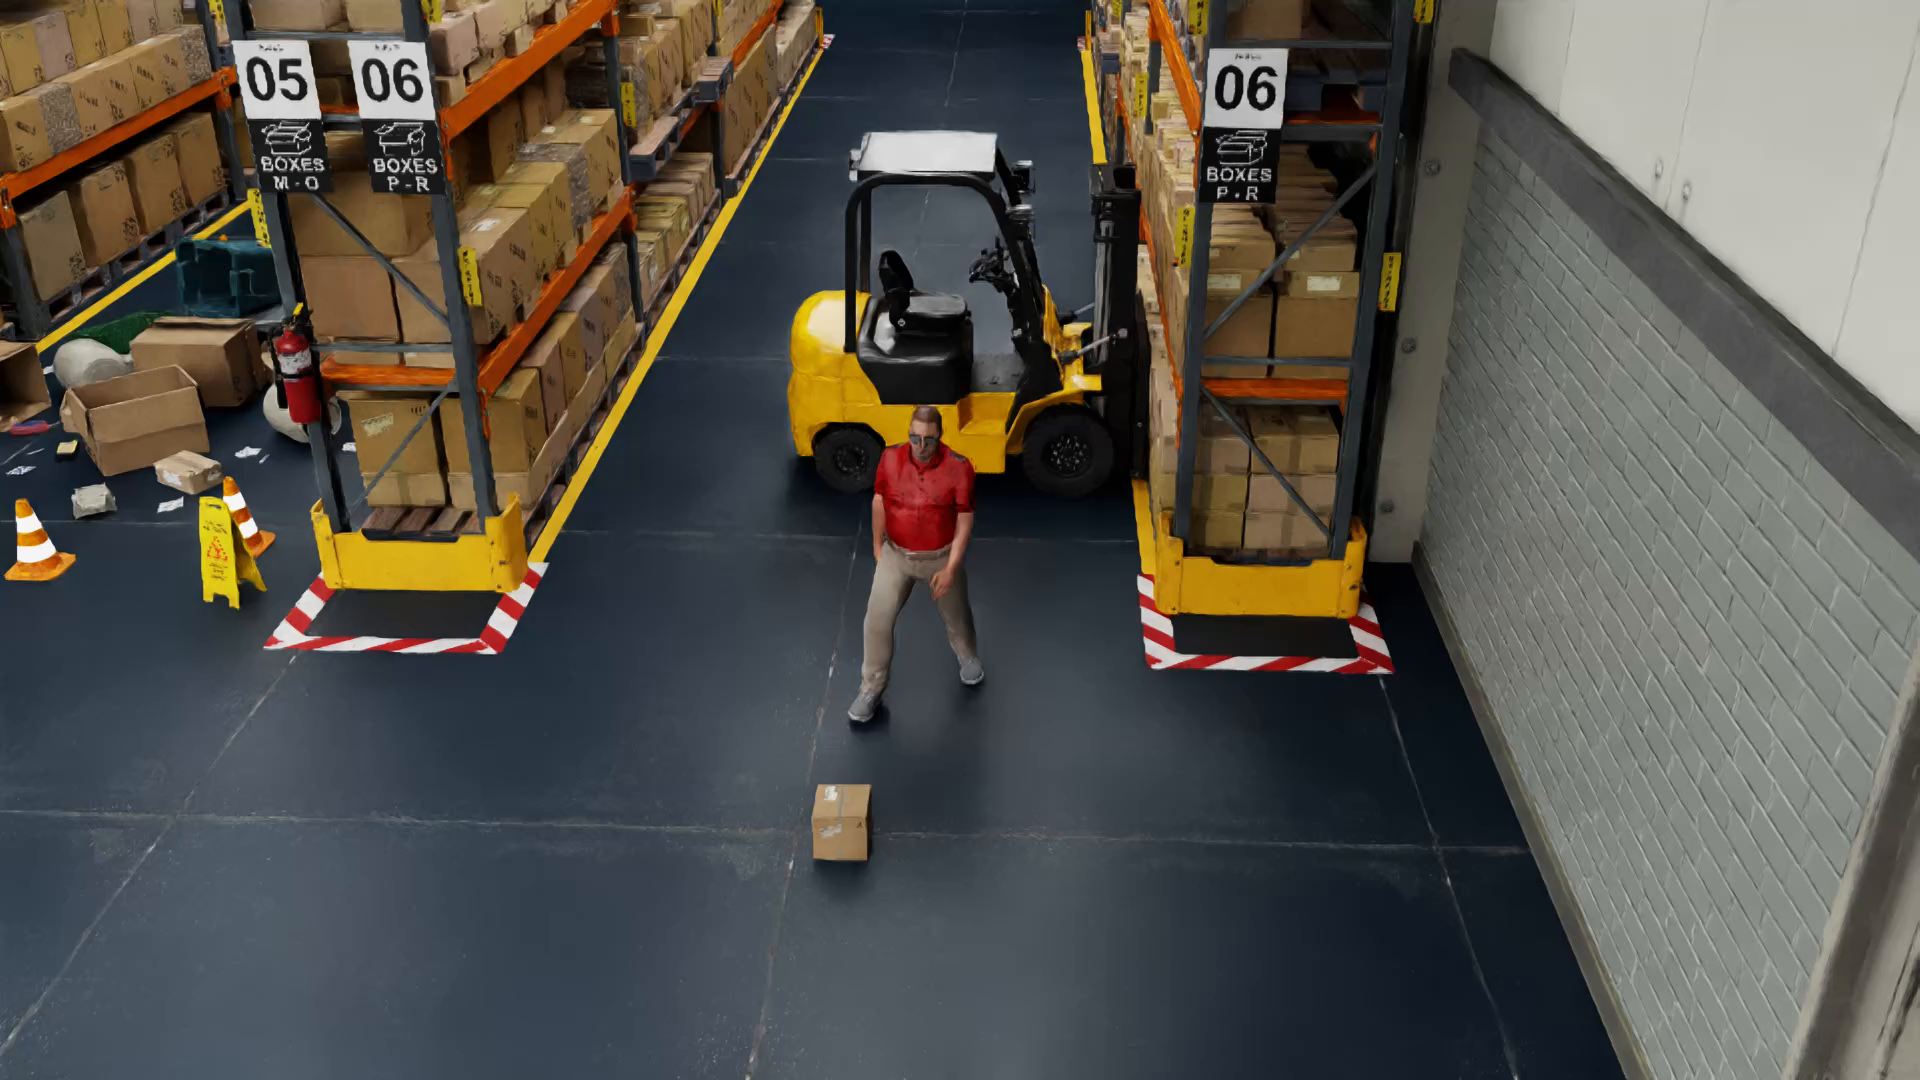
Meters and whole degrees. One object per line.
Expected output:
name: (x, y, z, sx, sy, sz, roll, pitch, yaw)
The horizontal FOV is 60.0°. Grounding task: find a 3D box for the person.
person: (-0.212, 0.072, 8.528, 0.620, 1.683, 0.807, 6, 28, 11)
